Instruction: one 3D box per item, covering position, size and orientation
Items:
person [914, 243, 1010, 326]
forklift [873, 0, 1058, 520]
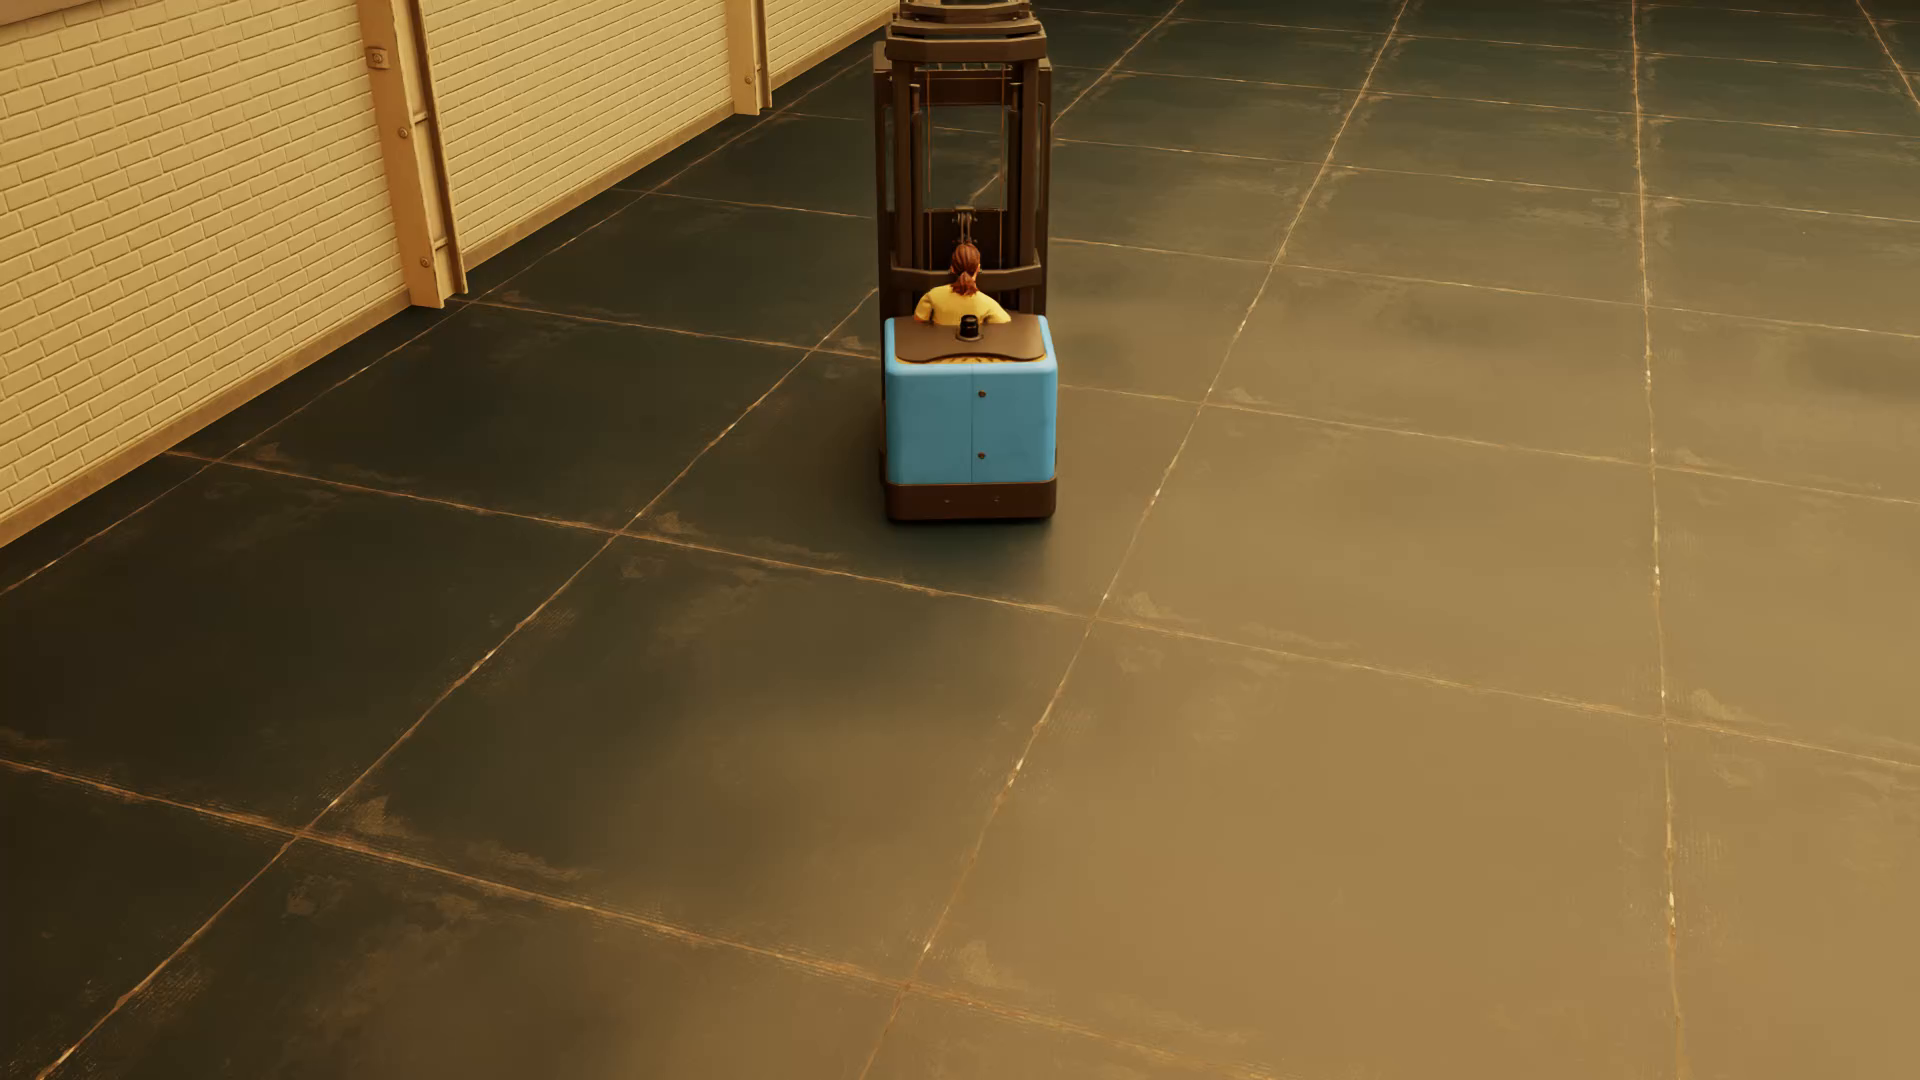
[{"bbox_3d":[0.085,-1.224,10.542,0.729,1.472,0.700,7,30,11],"label":"person"},{"bbox_3d":[0.005,-2.091,10.805,1.130,2.935,3.031,-1,30,-2],"label":"forklift"}]
